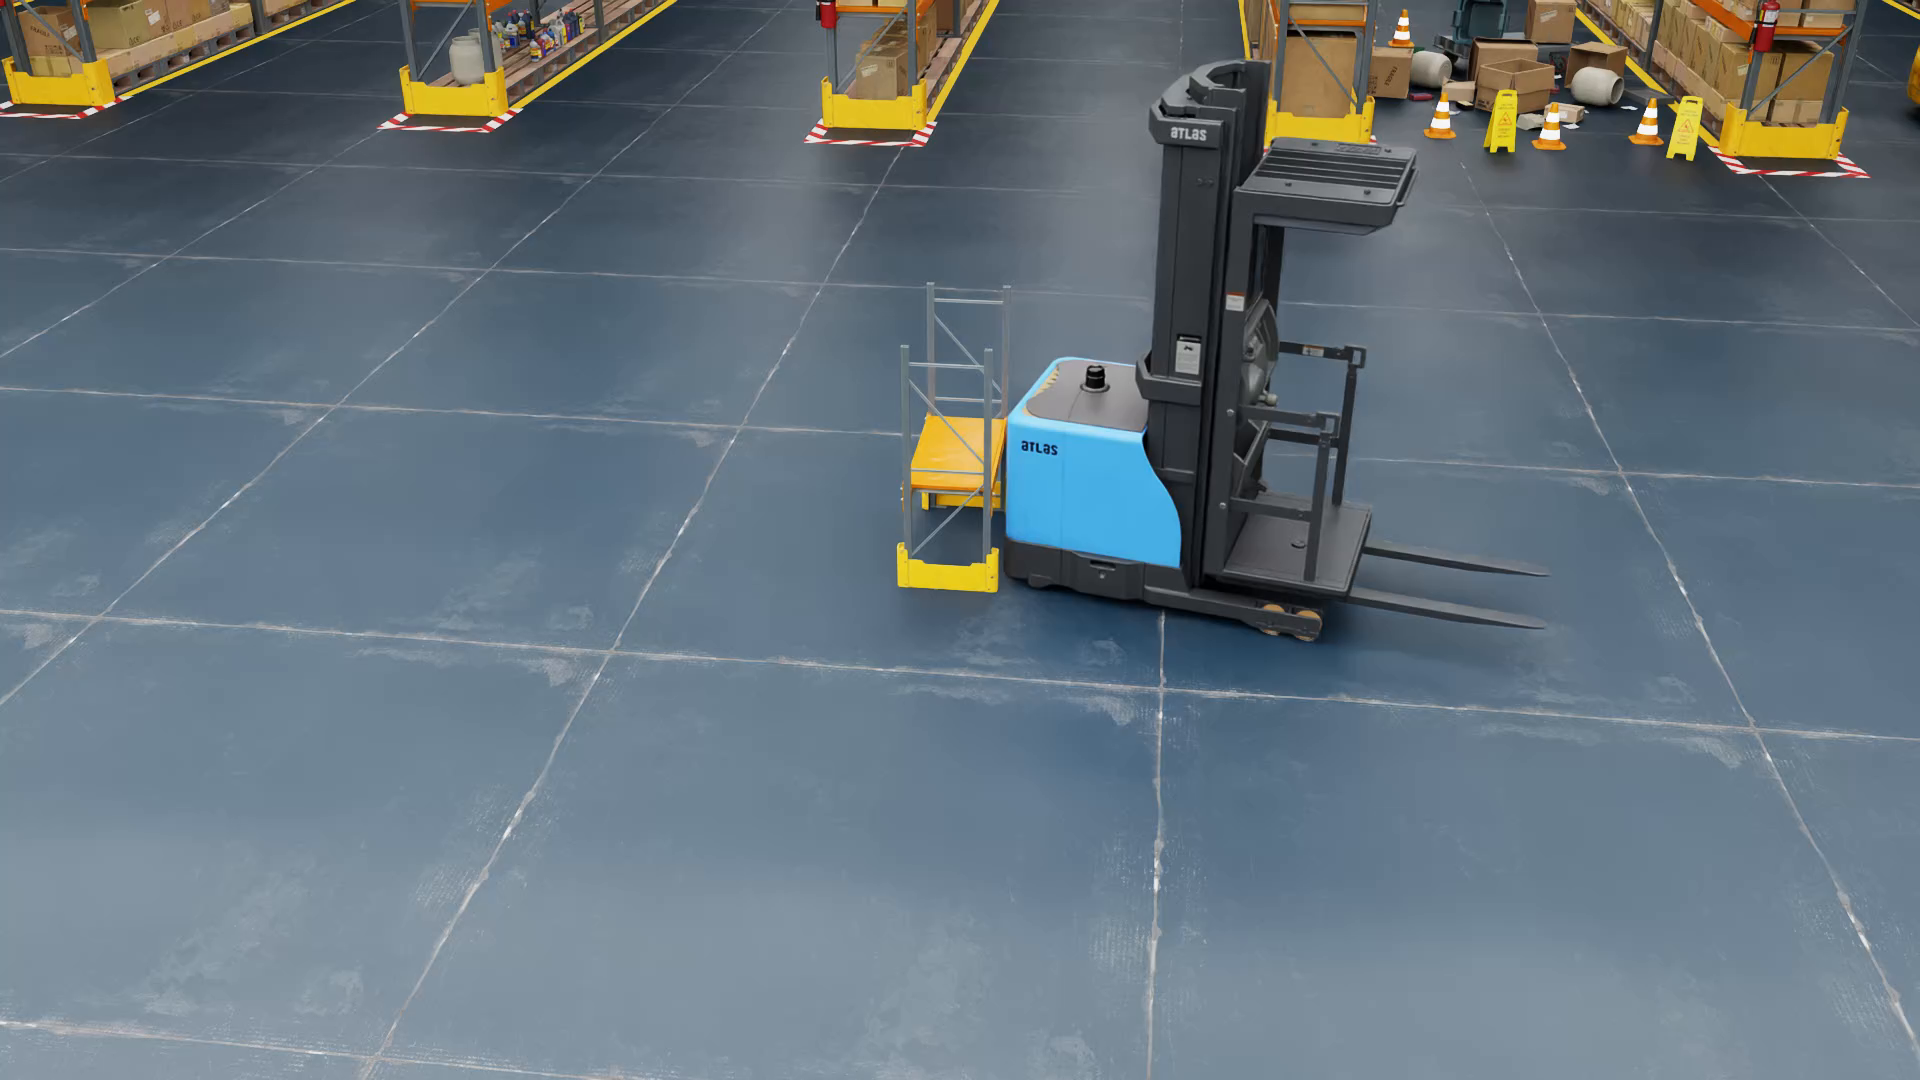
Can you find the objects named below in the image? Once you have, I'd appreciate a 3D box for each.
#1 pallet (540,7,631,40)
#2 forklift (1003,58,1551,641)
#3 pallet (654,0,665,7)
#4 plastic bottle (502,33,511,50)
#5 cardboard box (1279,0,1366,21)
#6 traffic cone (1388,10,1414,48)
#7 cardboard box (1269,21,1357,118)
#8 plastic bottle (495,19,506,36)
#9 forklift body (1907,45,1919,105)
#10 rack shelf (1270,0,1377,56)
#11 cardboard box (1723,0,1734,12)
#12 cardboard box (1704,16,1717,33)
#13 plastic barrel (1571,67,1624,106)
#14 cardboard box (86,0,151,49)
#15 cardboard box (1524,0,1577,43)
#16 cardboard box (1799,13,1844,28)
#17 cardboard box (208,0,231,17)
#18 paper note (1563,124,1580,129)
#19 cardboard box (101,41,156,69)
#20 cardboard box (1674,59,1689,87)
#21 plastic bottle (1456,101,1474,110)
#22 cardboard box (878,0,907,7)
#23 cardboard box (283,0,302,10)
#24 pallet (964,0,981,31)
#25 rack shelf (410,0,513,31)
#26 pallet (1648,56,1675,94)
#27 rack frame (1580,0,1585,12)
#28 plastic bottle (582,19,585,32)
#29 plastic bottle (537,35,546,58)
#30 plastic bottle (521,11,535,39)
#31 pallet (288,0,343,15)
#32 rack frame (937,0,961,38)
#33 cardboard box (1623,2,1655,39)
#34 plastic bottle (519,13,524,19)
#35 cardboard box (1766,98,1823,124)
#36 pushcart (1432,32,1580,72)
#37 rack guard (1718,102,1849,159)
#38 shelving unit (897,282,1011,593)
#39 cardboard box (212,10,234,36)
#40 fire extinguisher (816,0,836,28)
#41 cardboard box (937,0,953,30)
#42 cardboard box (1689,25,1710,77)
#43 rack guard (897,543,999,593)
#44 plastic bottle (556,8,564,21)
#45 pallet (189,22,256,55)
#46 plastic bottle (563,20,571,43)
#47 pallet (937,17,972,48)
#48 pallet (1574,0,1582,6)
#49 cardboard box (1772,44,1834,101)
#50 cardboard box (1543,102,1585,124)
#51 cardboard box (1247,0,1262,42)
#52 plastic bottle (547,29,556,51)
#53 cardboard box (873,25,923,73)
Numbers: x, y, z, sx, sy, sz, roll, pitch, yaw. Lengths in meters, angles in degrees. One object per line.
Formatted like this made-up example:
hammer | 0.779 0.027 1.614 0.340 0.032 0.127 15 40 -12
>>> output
pallet | -5.352 -7.370 23.708 1.003 0.211 1.213 3 28 6
forklift | 1.825 -1.016 9.046 3.031 2.935 1.130 10 30 17
pallet | -5.053 -8.519 25.840 1.003 0.211 1.213 3 28 6
plastic bottle | -5.893 -6.469 21.581 0.097 0.201 0.097 0 28 0
cardboard box | 3.927 -5.963 17.997 0.875 0.550 0.550 3 28 6
traffic cone | 6.079 -7.029 22.809 0.336 0.463 0.334 3 28 6
cardboard box | 3.944 -5.292 18.708 0.875 0.875 0.875 4 29 6
plastic bottle | -5.995 -6.609 21.683 0.144 0.351 0.185 3 28 6
forklift body | 12.200 -5.818 18.781 2.313 2.155 1.214 3 28 6
rack shelf | 4.171 -6.344 19.622 1.077 0.370 4.000 3 28 6
cardboard box | 8.660 -5.925 18.351 0.380 0.149 0.250 4 29 7
cardboard box | 8.737 -5.880 18.984 0.380 0.149 0.250 5 29 8
plastic barrel | 7.602 -5.405 19.837 0.421 0.421 0.512 -24 36 -37
cardboard box | -10.469 -6.412 20.655 0.500 0.500 0.500 3 28 6
cardboard box | 7.571 -6.684 21.332 0.500 0.500 0.500 3 28 6
cardboard box | 9.098 -5.517 17.592 0.380 0.149 0.250 3 29 6
cardboard box | -10.238 -7.354 22.404 0.500 0.500 0.500 3 28 6
paper note | 6.992 -4.733 19.003 0.148 0.019 0.142 -6 29 -11
cardboard box | -10.471 -6.082 20.833 0.500 0.250 0.500 3 28 6
cardboard box | 8.885 -5.573 19.888 0.500 0.250 0.500 3 28 6
plastic bottle | 5.999 -5.181 19.802 0.133 0.061 0.283 -6 29 -11
cardboard box | -0.712 -6.065 18.610 0.380 0.149 0.250 3 28 6
cardboard box | -9.966 -7.906 24.218 0.500 0.250 0.500 4 29 7
pallet | -0.253 -7.653 24.233 1.003 0.211 1.213 3 28 6
rack shelf | -5.655 -6.968 20.779 1.077 0.370 4.000 3 28 6
pallet | 9.294 -5.816 20.824 1.003 0.211 1.213 3 28 6
rack frame | 9.832 -9.245 24.248 1.000 3.000 0.127 3 28 6
plastic bottle | -5.145 -6.999 22.565 0.097 0.201 0.097 0 28 0
plastic bottle | -5.322 -6.282 21.147 0.061 0.283 0.133 4 29 7
plastic bottle | -5.777 -6.889 22.204 0.144 0.351 0.185 3 28 6
pallet | -10.127 -8.213 25.272 1.003 0.211 1.213 3 28 6
rack frame | -0.494 -7.938 21.822 1.000 3.000 0.127 3 28 6
cardboard box | 9.488 -6.976 22.364 0.950 0.372 0.625 5 29 9
plastic bottle | -5.896 -6.942 22.381 0.152 0.276 0.135 4 29 8
cardboard box | 9.225 -4.817 18.485 0.500 0.250 0.500 3 28 6
pushcart | 7.073 -6.317 21.577 1.648 0.377 0.936 -6 29 -11
rack guard | 8.861 -4.415 17.917 1.175 0.500 0.348 3 28 6
shelving unit | -0.009 -0.624 9.828 0.587 1.500 1.083 3 28 6
cardboard box | -10.236 -7.024 22.582 0.500 0.250 0.500 3 28 6
fire extinguisher | -1.455 -5.994 18.295 0.296 0.674 0.183 3 28 6
cardboard box | -0.397 -7.319 22.845 0.700 0.500 0.500 1 28 2
cardboard box | 8.820 -5.659 19.257 0.500 0.500 0.500 3 28 5
rack guard | -0.070 0.160 9.689 0.587 0.250 0.087 3 28 6
plastic bottle | -5.345 -6.942 22.302 0.144 0.351 0.185 3 28 6
pallet | -10.464 -6.916 22.865 1.003 0.211 1.213 3 28 6
plastic bottle | -5.204 -6.734 21.988 0.061 0.283 0.133 5 29 10
pallet | -0.400 -7.077 23.164 1.003 0.211 1.213 3 28 6
pallet | 10.003 -8.384 25.590 1.003 0.211 1.213 3 28 6
cardboard box | 9.227 -5.159 18.328 0.500 0.500 0.500 2 28 4
cardboard box | 7.007 -4.958 19.297 0.380 0.149 0.250 20 34 32
cardboard box | 4.403 -7.094 22.185 1.050 0.750 0.750 3 28 6
plastic bottle | -5.289 -6.475 21.518 0.097 0.271 0.097 0 28 0
cardboard box | -0.756 -6.010 20.435 0.500 0.500 0.500 6 29 11
